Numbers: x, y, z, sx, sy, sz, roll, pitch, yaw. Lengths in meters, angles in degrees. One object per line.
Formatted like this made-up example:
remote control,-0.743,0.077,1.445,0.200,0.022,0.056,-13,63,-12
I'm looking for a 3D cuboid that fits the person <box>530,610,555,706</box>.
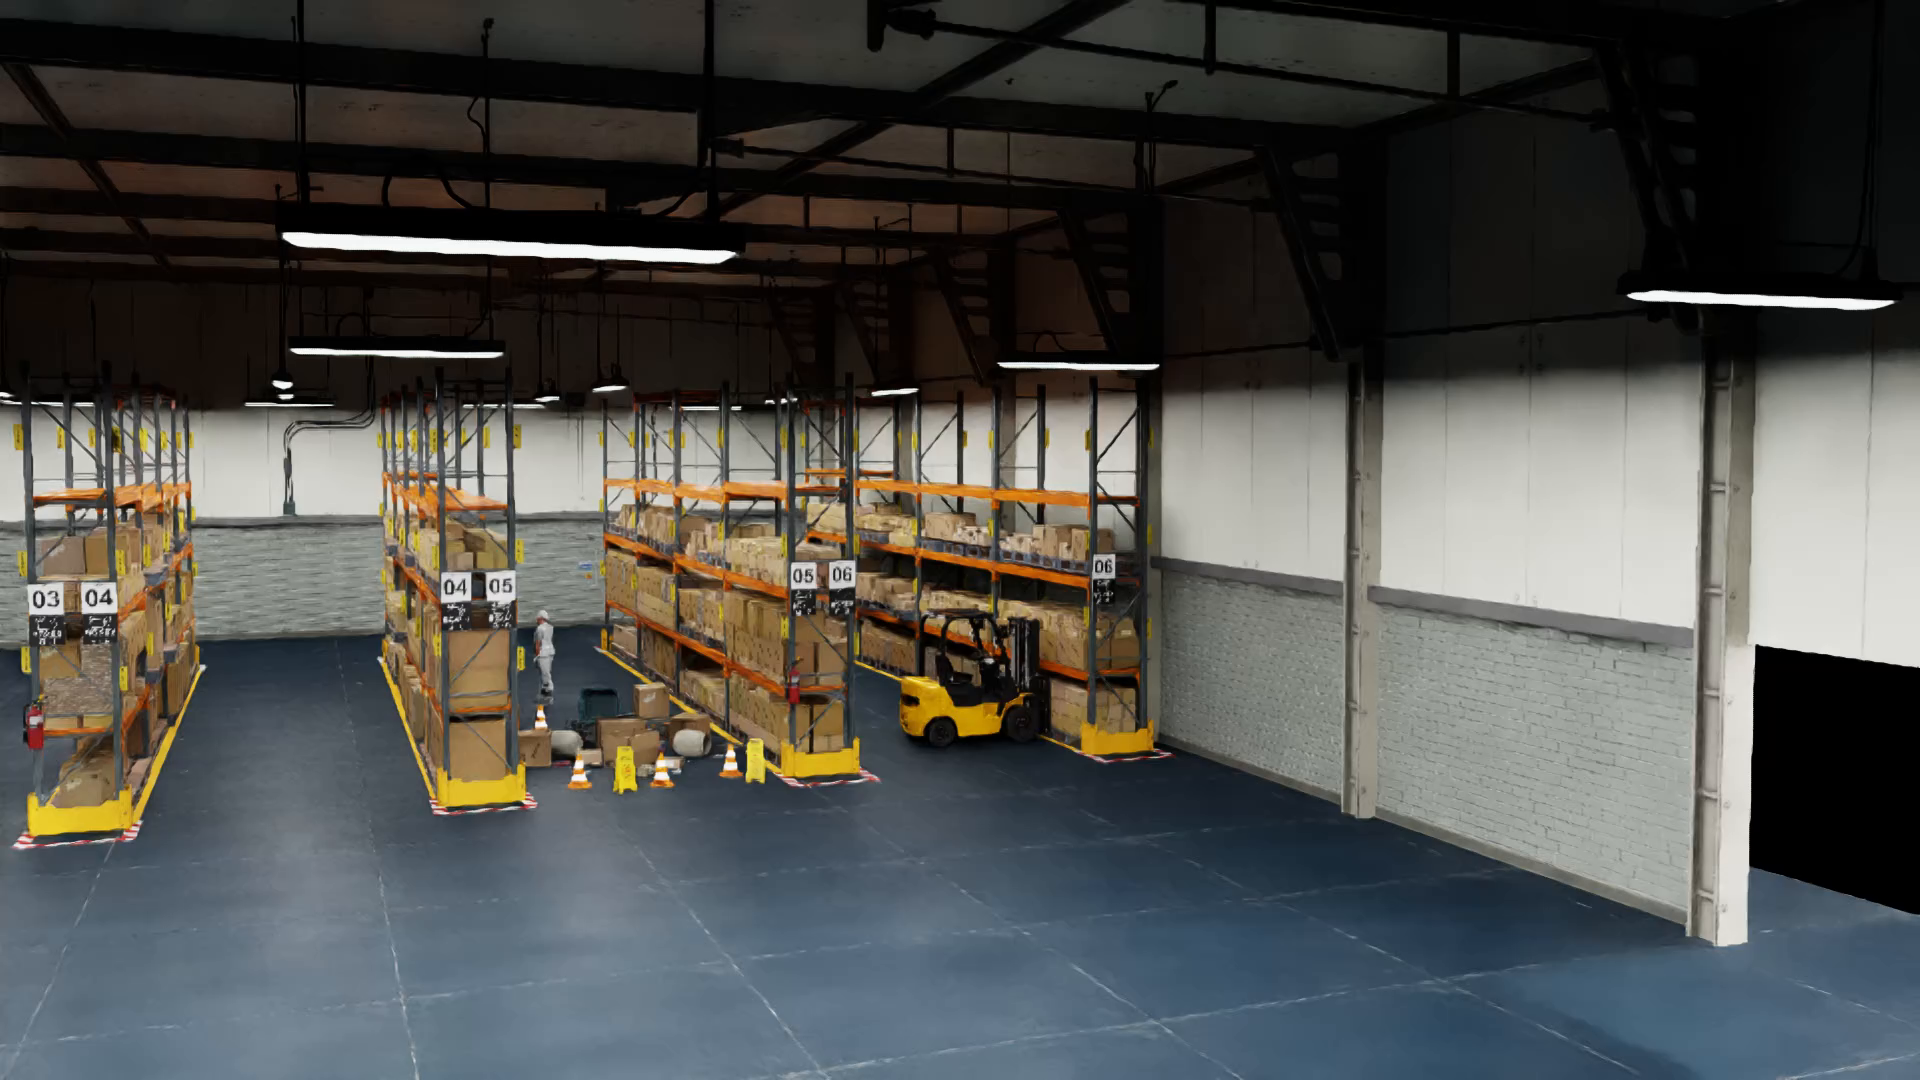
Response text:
person,-7.896,2.204,31.417,0.577,1.785,0.655,1,3,9
